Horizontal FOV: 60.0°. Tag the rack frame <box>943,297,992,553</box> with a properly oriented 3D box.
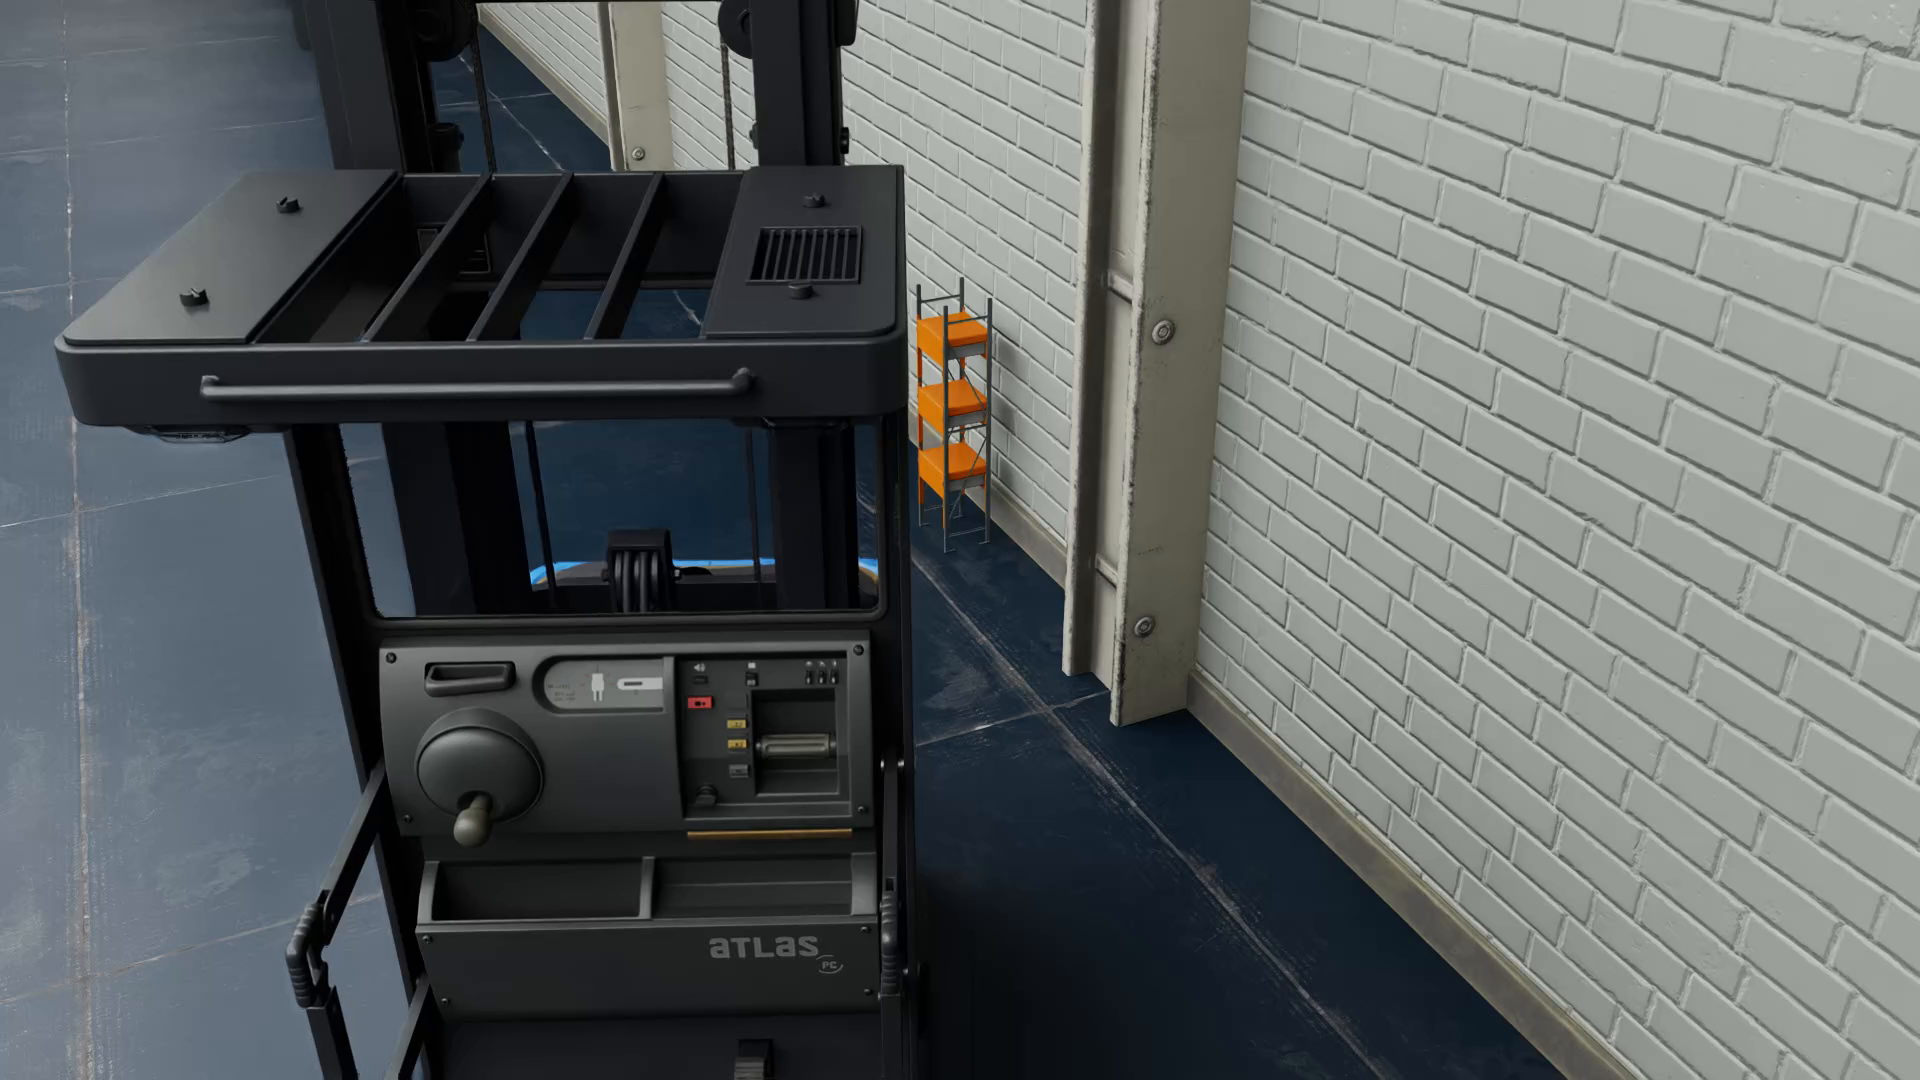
[{"bbox_3d":[0.029,-0.428,6.439,0.200,1.050,0.008,-13,32,-22],"label":"rack frame"}]

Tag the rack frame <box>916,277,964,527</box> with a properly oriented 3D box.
[{"bbox_3d":[-0.075,-0.535,6.631,0.200,1.050,0.008,-13,32,-22],"label":"rack frame"}]

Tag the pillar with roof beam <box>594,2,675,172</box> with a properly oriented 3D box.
[{"bbox_3d":[-5.879,-5.158,6.747,9.100,9.000,0.400,-13,32,-22],"label":"pillar with roof beam"}]

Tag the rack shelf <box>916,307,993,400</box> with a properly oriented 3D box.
[{"bbox_3d":[-0.023,-0.720,6.402,0.215,0.259,0.240,-13,32,-22],"label":"rack shelf"}]

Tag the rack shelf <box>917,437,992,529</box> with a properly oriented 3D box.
[{"bbox_3d":[-0.023,-0.230,6.676,0.215,0.259,0.240,-13,32,-22],"label":"rack shelf"}]

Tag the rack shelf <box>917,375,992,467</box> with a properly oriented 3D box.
[{"bbox_3d":[-0.023,-0.472,6.541,0.215,0.259,0.240,-13,32,-22],"label":"rack shelf"}]

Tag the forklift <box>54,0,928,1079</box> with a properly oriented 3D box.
[{"bbox_3d":[-0.624,0.424,2.998,1.130,2.935,3.031,-1,29,-2],"label":"forklift"}]

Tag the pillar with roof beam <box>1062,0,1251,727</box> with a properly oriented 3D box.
[{"bbox_3d":[-3.303,-2.507,2.021,9.100,9.000,0.400,-13,32,-22],"label":"pillar with roof beam"}]

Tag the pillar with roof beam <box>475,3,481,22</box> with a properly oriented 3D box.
[{"bbox_3d":[-8.454,-7.808,11.474,9.100,9.000,0.400,-13,32,-22],"label":"pillar with roof beam"}]

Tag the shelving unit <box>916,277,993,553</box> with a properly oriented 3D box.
[{"bbox_3d":[-0.023,-0.482,6.535,0.215,1.050,0.252,-13,32,-22],"label":"shelving unit"}]
